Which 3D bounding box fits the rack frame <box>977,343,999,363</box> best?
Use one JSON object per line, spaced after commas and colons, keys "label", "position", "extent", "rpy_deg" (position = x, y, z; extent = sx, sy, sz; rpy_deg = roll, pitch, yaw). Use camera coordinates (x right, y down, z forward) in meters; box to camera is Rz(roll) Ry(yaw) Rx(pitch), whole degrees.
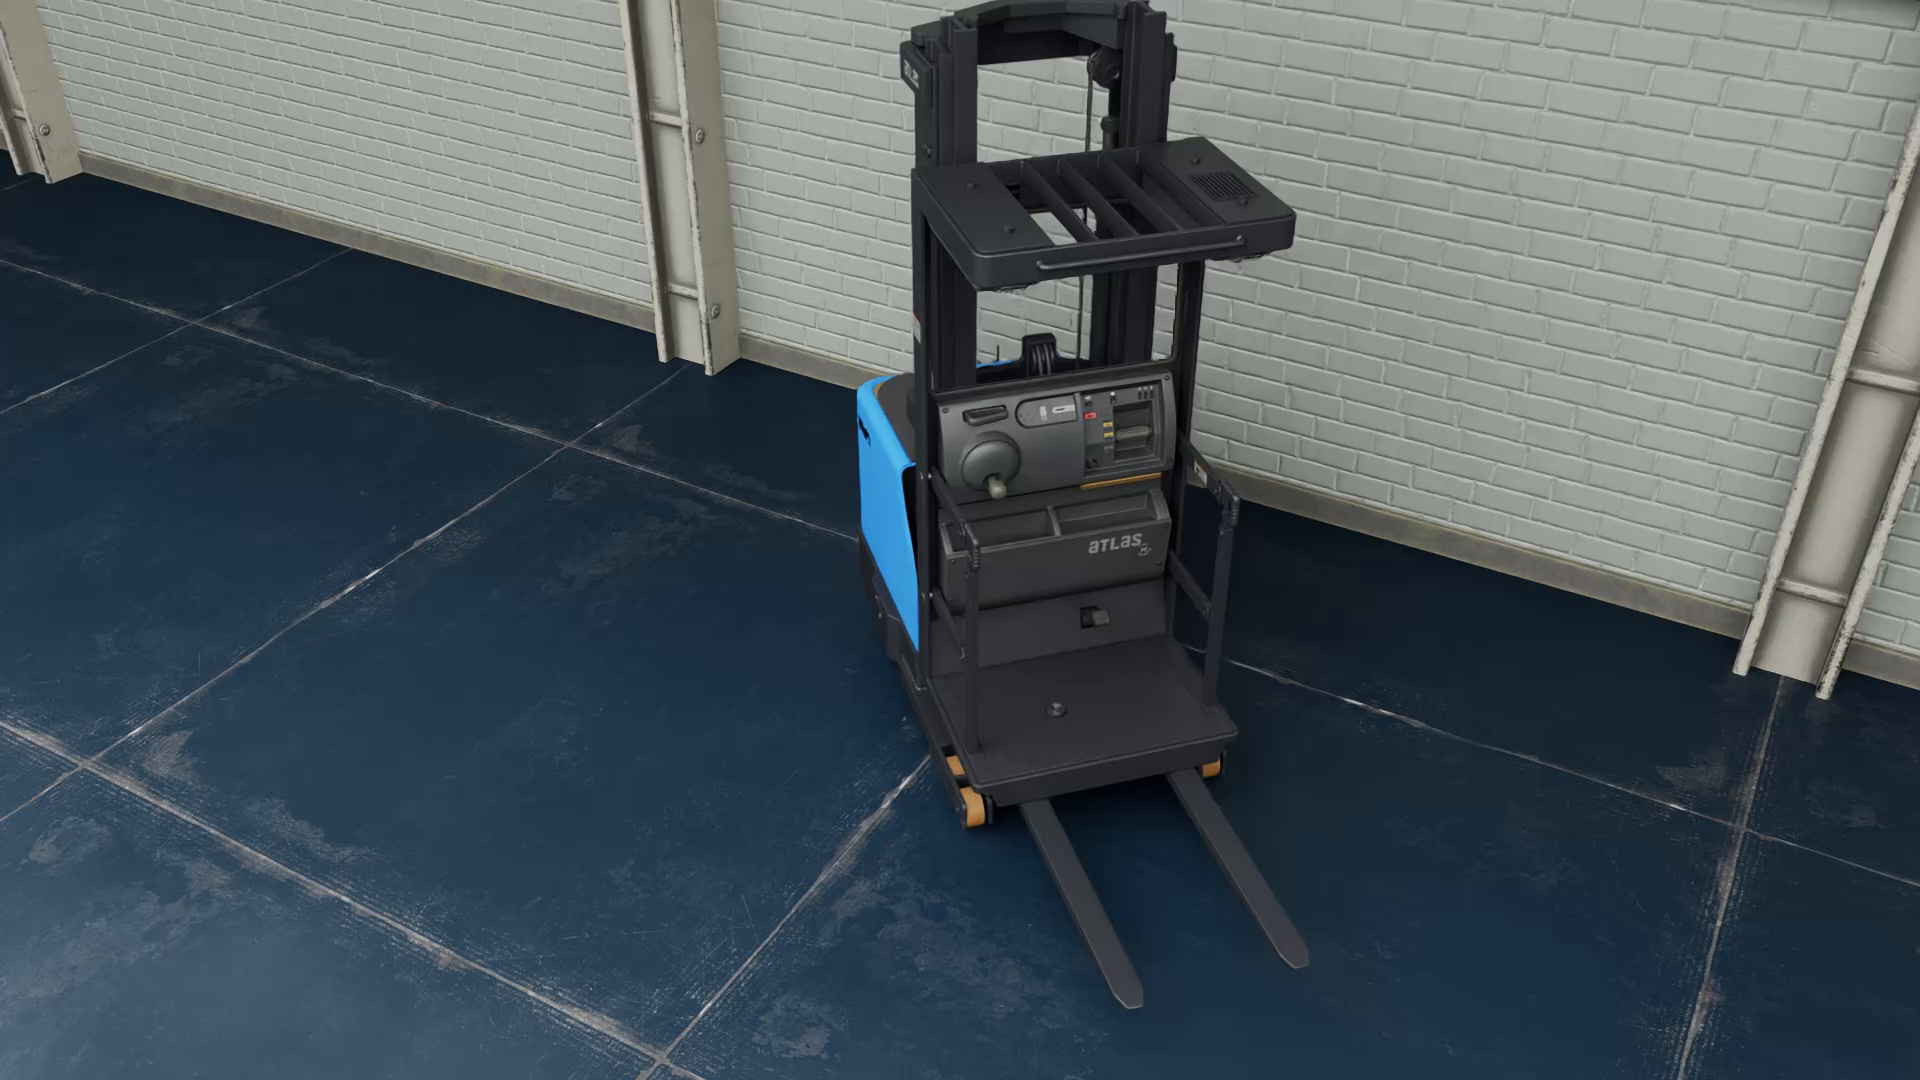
{"label": "rack frame", "position": [0.129, -0.430, 7.948], "extent": [0.008, 1.050, 0.200], "rpy_deg": [17, 37, 24]}

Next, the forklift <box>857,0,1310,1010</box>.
{"label": "forklift", "position": [0.439, -0.335, 6.109], "extent": [1.130, 2.935, 3.031], "rpy_deg": [-9, 35, -14]}

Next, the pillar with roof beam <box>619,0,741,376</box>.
{"label": "pillar with roof beam", "position": [-3.675, -2.758, 4.272], "extent": [0.400, 9.000, 9.100], "rpy_deg": [18, 37, 24]}

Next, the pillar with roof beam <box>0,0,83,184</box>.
{"label": "pillar with roof beam", "position": [-8.884, -4.408, 6.750], "extent": [0.400, 9.000, 9.100], "rpy_deg": [18, 37, 24]}

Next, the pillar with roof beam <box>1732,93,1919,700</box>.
{"label": "pillar with roof beam", "position": [1.535, -1.108, 1.794], "extent": [0.400, 9.000, 9.100], "rpy_deg": [18, 37, 24]}

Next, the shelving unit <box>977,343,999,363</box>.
{"label": "shelving unit", "position": [0.022, -0.463, 7.998], "extent": [0.252, 1.050, 0.215], "rpy_deg": [17, 37, 24]}
